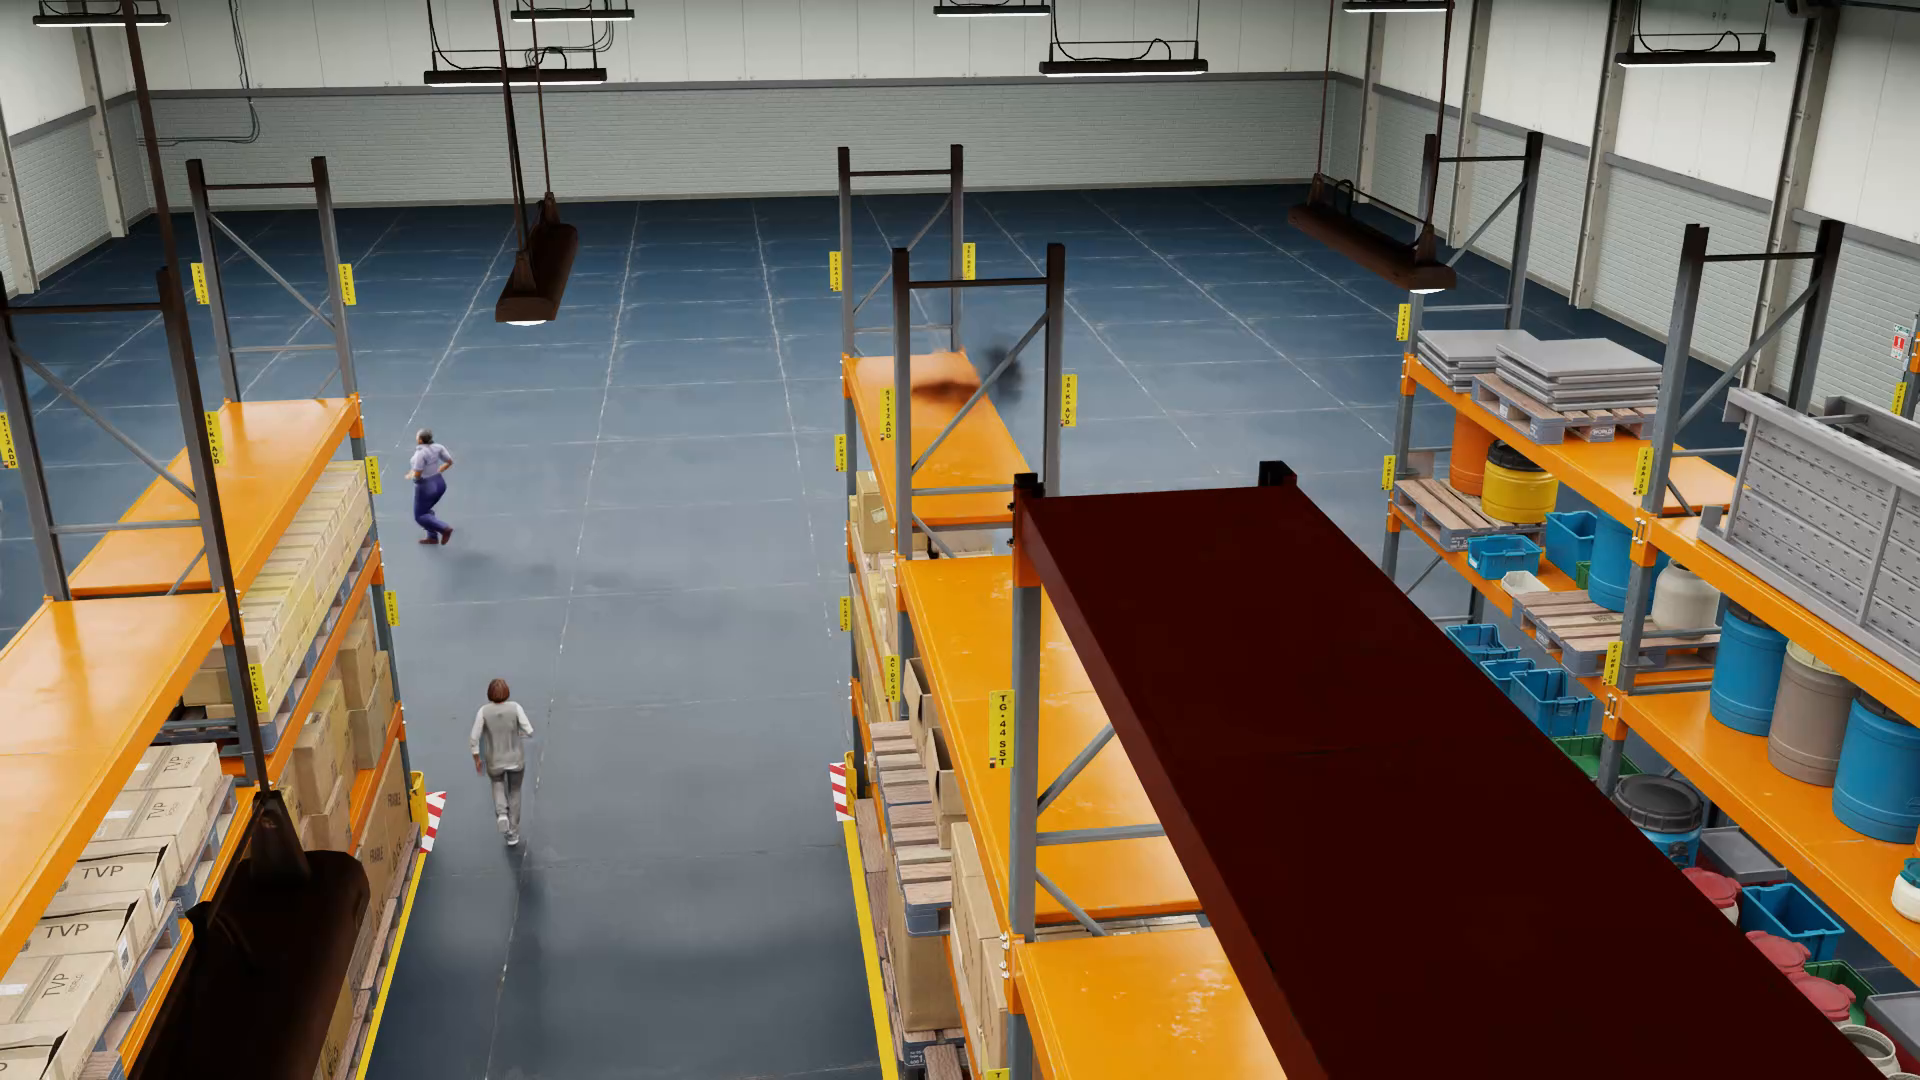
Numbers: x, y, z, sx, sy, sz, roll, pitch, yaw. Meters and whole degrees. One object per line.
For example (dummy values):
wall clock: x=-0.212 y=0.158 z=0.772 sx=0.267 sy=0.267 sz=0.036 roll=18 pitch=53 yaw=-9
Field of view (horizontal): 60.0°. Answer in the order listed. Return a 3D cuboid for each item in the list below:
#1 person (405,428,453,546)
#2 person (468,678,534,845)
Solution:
person: x=-6.718 y=-0.666 z=21.156 sx=0.688 sy=1.599 sz=0.613 roll=9 pitch=23 yaw=22
person: x=-4.030 y=1.943 z=14.693 sx=0.553 sy=1.531 sz=0.549 roll=-6 pitch=22 yaw=-15
